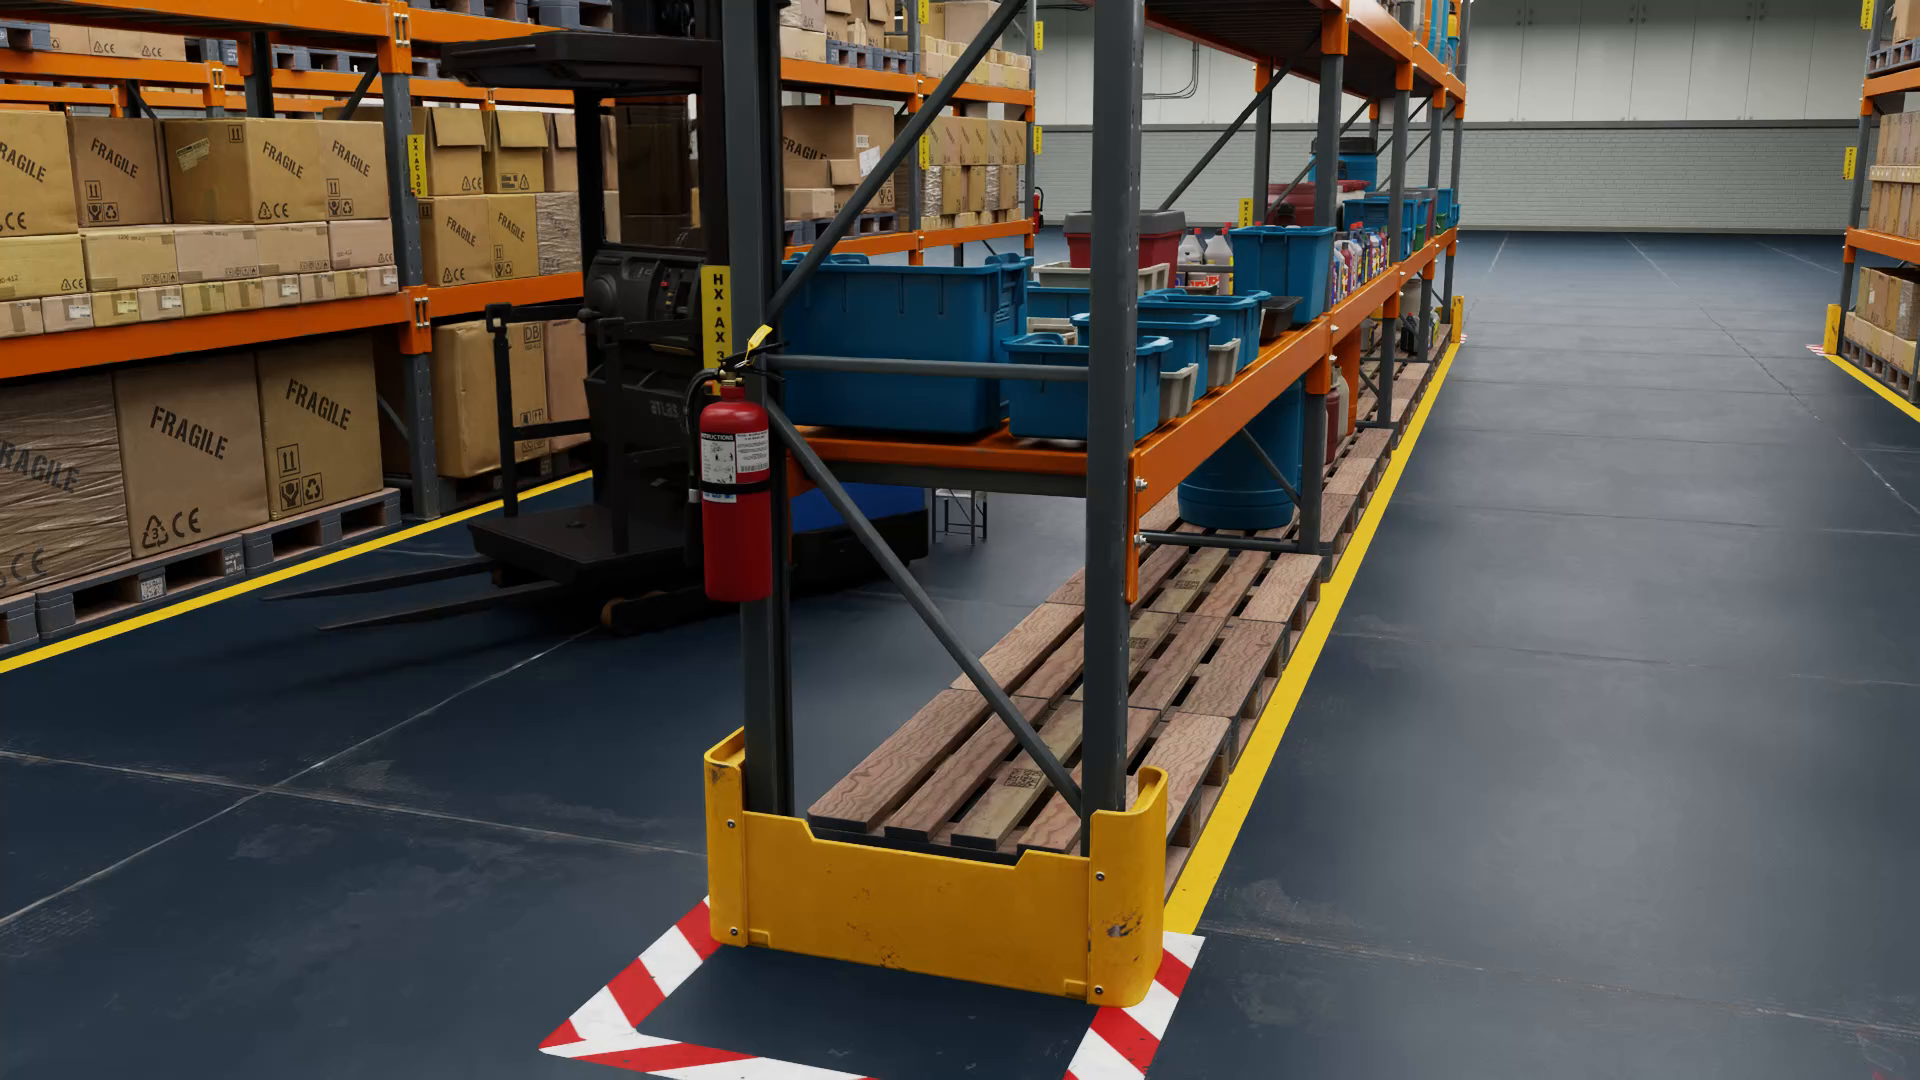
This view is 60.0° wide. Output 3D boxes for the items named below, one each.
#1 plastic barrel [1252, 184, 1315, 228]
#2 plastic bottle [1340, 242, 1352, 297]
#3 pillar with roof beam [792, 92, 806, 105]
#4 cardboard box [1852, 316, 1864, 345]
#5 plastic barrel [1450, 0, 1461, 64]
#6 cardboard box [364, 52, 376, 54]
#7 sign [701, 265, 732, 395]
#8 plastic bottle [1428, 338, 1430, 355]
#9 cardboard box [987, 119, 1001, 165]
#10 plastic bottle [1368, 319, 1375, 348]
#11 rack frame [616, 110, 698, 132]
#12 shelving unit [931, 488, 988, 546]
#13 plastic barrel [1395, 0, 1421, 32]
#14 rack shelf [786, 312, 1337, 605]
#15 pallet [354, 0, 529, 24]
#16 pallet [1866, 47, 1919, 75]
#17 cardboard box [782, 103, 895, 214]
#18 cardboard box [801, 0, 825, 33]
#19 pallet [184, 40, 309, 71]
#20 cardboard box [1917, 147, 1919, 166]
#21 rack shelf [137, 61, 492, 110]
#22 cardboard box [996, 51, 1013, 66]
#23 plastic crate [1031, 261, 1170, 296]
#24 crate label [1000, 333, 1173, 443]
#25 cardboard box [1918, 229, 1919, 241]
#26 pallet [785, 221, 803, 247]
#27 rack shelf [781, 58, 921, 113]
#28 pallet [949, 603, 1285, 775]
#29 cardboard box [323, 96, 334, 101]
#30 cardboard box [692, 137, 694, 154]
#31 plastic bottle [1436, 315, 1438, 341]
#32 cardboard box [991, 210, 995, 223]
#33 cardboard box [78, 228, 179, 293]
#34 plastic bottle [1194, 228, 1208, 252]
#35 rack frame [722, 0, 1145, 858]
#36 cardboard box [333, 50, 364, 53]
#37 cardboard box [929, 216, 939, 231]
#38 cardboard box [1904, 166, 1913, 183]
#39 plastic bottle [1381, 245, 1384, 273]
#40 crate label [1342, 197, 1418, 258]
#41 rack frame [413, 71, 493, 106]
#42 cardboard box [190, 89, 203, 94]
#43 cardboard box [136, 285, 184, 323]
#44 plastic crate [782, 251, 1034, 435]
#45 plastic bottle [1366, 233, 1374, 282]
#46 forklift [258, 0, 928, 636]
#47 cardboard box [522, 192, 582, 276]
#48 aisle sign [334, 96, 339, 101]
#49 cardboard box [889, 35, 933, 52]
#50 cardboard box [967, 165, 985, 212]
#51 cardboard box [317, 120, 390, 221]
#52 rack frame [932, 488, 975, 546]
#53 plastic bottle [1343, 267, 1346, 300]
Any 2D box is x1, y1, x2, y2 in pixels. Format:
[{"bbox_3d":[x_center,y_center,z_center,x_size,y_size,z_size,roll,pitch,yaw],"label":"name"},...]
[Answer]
[{"bbox_3d":[2.377,-2.280,11.930,0.600,0.536,0.708,4,14,18],"label":"plastic barrel"},{"bbox_3d":[2.029,-1.428,8.767,0.061,0.283,0.133,4,14,18],"label":"plastic bottle"},{"bbox_3d":[-0.958,-14.055,50.343,9.100,9.000,0.548,4,14,18],"label":"pillar with roof beam"},{"bbox_3d":[9.245,-2.083,16.607,0.500,0.250,0.500,4,14,18],"label":"cardboard box"},{"bbox_3d":[5.065,-5.543,17.884,0.600,0.830,0.708,4,14,18],"label":"plastic barrel"},{"bbox_3d":[-5.731,-5.038,16.748,0.500,0.250,0.500,4,14,18],"label":"cardboard box"},{"bbox_3d":[-0.601,-0.525,4.182,0.100,0.325,0.005,4,14,18],"label":"sign"},{"bbox_3d":[4.358,-1.843,15.623,0.097,0.201,0.097,0,13,0],"label":"plastic bottle"},{"bbox_3d":[0.151,-4.472,18.699,0.500,0.500,0.500,4,14,18],"label":"cardboard box"},{"bbox_3d":[3.954,-2.014,16.204,0.152,0.276,0.135,4,14,18],"label":"plastic bottle"},{"bbox_3d":[-2.173,-2.451,12.984,1.000,3.000,0.127,4,14,18],"label":"rack frame"},{"bbox_3d":[-0.003,-0.437,8.880,0.258,0.900,0.210,4,14,18],"label":"shelving unit"},{"bbox_3d":[2.904,-3.654,11.265,0.421,0.512,0.421,0,13,0],"label":"plastic barrel"},{"bbox_3d":[0.572,-0.480,5.966,1.077,0.370,4.000,4,14,18],"label":"rack shelf"},{"bbox_3d":[-3.217,-3.174,9.843,0.805,0.209,1.217,4,13,16],"label":"pallet"},{"bbox_3d":[9.534,-4.693,16.267,1.003,0.211,1.213,4,14,18],"label":"pallet"},{"bbox_3d":[-1.269,-3.633,15.871,1.000,1.000,1.000,4,14,19],"label":"cardboard box"},{"bbox_3d":[-1.454,-4.499,13.868,0.500,0.500,0.500,4,13,17],"label":"cardboard box"},{"bbox_3d":[-6.676,-4.339,14.939,1.213,0.211,1.003,5,14,21],"label":"pallet"},{"bbox_3d":[8.956,-3.566,14.729,0.700,0.500,0.500,4,14,18],"label":"cardboard box"},{"bbox_3d":[-6.187,-4.362,16.233,1.077,0.370,4.000,4,14,18],"label":"rack shelf"},{"bbox_3d":[0.382,-5.471,18.918,0.380,0.149,0.250,4,14,19],"label":"cardboard box"},{"bbox_3d":[0.551,-0.915,6.387,0.437,0.282,0.530,4,14,18],"label":"plastic crate"},{"bbox_3d":[0.316,-0.385,4.177,0.416,0.233,0.303,4,14,18],"label":"crate label"},{"bbox_3d":[8.795,-2.833,14.434,0.700,0.500,0.500,4,14,18],"label":"cardboard box"},{"bbox_3d":[-2.043,-2.515,13.696,1.213,0.211,1.003,4,14,18],"label":"pallet"},{"bbox_3d":[-1.526,-3.983,14.575,1.077,0.370,4.000,4,14,18],"label":"rack shelf"},{"bbox_3d":[0.625,0.523,6.222,1.003,0.211,1.213,4,14,18],"label":"pallet"},{"bbox_3d":[-8.813,-6.093,22.766,0.380,0.149,0.250,4,14,19],"label":"cardboard box"},{"bbox_3d":[-2.425,-2.836,12.192,0.797,0.503,0.637,5,14,20],"label":"cardboard box"},{"bbox_3d":[4.770,-2.166,16.871,0.152,0.276,0.135,4,13,17],"label":"plastic bottle"},{"bbox_3d":[0.189,-3.728,19.143,0.380,0.149,0.250,4,14,18],"label":"cardboard box"},{"bbox_3d":[-3.859,-1.245,7.372,0.500,0.250,0.500,4,13,17],"label":"cardboard box"},{"bbox_3d":[1.267,-1.484,8.858,0.144,0.351,0.185,4,14,18],"label":"plastic bottle"},{"bbox_3d":[-0.075,-0.410,4.041,1.000,3.000,0.127,4,14,18],"label":"rack frame"},{"bbox_3d":[-6.239,-4.988,16.757,0.380,0.149,0.250,4,14,18],"label":"cardboard box"},{"bbox_3d":[-0.432,-3.246,17.031,0.380,0.149,0.250,4,14,18],"label":"cardboard box"},{"bbox_3d":[8.874,-3.340,15.197,0.380,0.149,0.250,5,14,20],"label":"cardboard box"},{"bbox_3d":[2.657,-1.810,10.622,0.097,0.201,0.097,0,13,0],"label":"plastic bottle"},{"bbox_3d":[3.091,-2.301,12.249,0.502,0.435,0.616,4,14,18],"label":"crate label"},{"bbox_3d":[-5.539,-3.671,18.331,1.000,3.000,0.127,4,14,18],"label":"rack frame"},{"bbox_3d":[-9.594,-5.611,20.653,0.380,0.149,0.250,4,13,17],"label":"cardboard box"},{"bbox_3d":[-3.755,-1.074,7.517,0.380,0.149,0.250,5,14,19],"label":"cardboard box"},{"bbox_3d":[-0.144,-0.540,4.399,0.616,0.435,0.499,4,14,18],"label":"plastic crate"},{"bbox_3d":[2.416,-1.681,9.872,0.061,0.283,0.133,4,14,18],"label":"plastic bottle"},{"bbox_3d":[-1.589,-1.145,7.418,3.031,2.935,1.130,-11,17,-41],"label":"forklift"},{"bbox_3d":[-2.758,-1.947,10.554,0.500,0.500,0.500,4,13,17],"label":"cardboard box"},{"bbox_3d":[-8.667,-6.108,23.166,0.394,0.787,0.004,4,14,18],"label":"aisle sign"},{"bbox_3d":[-0.482,-4.923,16.515,0.380,0.149,0.250,4,13,17],"label":"cardboard box"},{"bbox_3d":[-0.212,-3.894,18.416,0.875,0.500,0.500,4,14,18],"label":"cardboard box"},{"bbox_3d":[-3.363,-1.930,8.685,0.500,0.500,0.500,5,14,20],"label":"cardboard box"},{"bbox_3d":[-0.036,-0.416,8.787,0.240,0.900,0.006,4,14,18],"label":"rack frame"},{"bbox_3d":[1.943,-1.345,8.586,0.097,0.201,0.097,0,13,0],"label":"plastic bottle"}]
